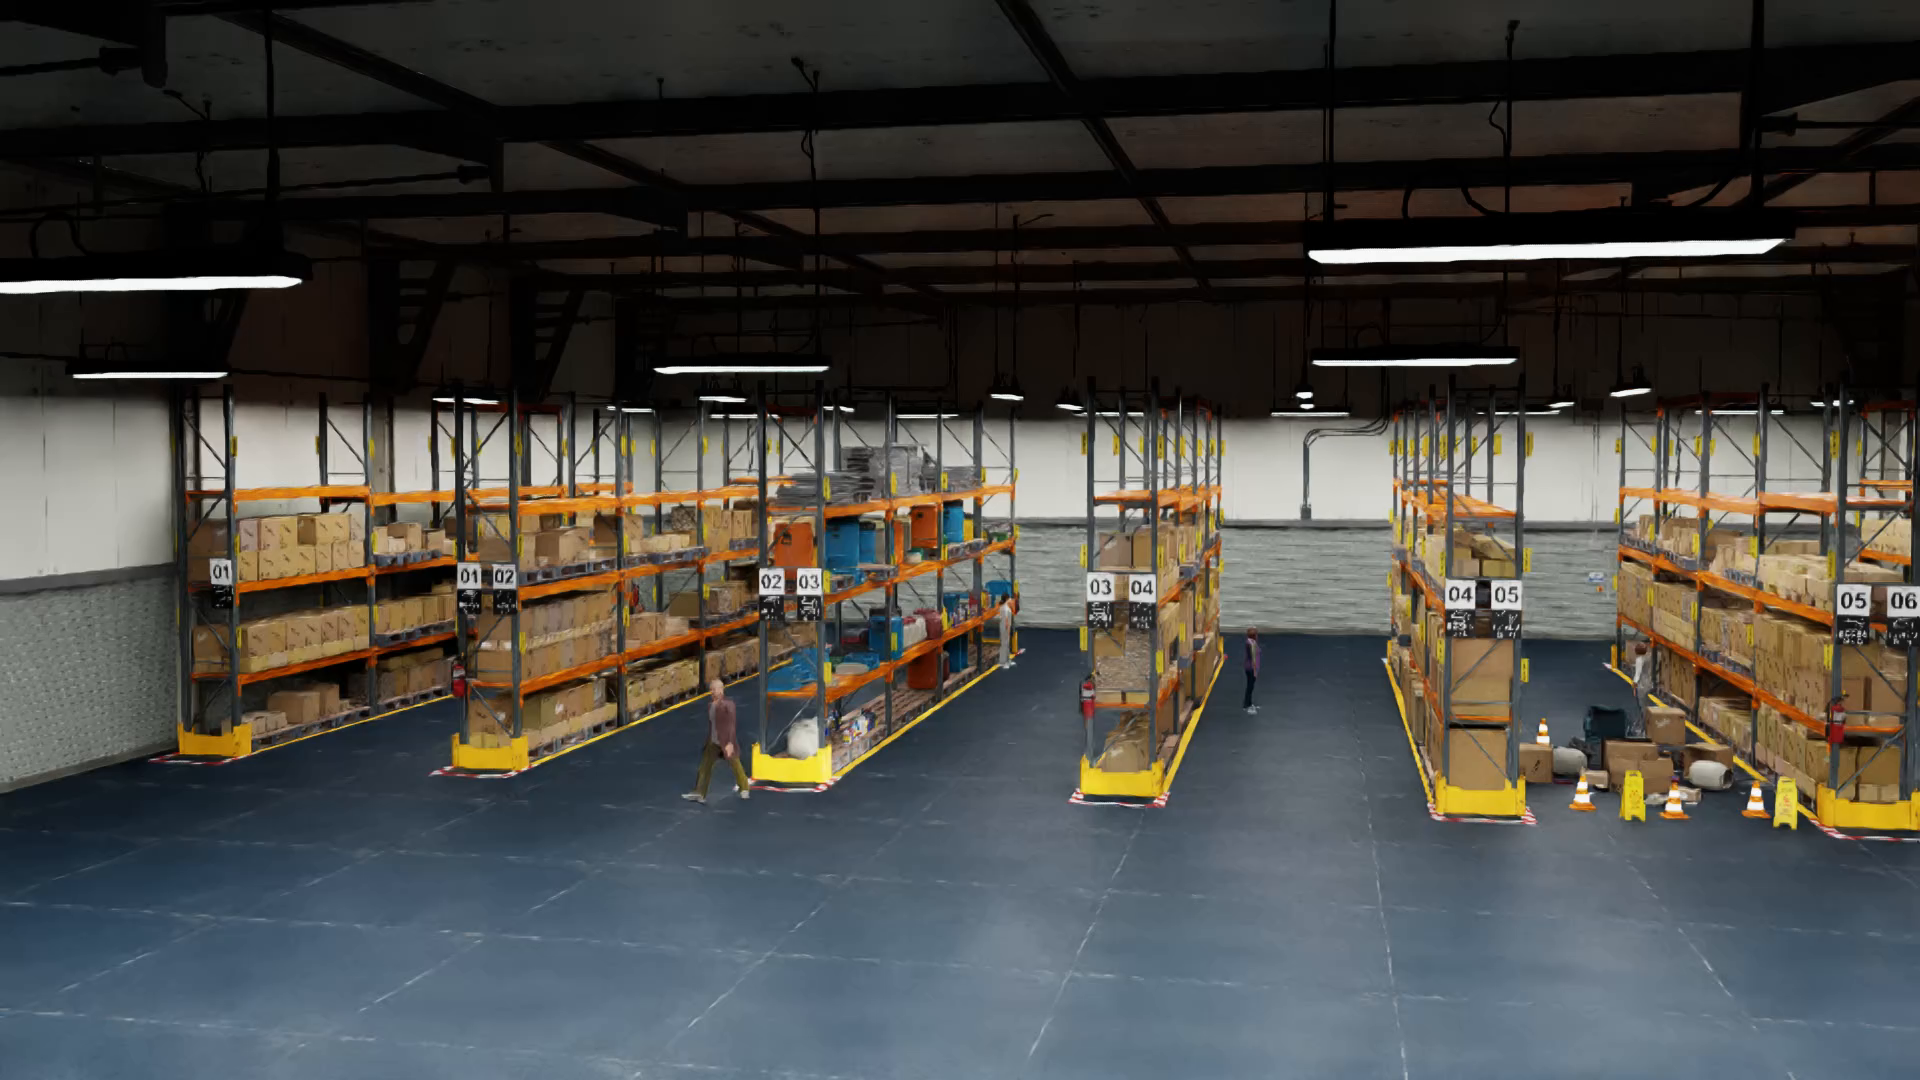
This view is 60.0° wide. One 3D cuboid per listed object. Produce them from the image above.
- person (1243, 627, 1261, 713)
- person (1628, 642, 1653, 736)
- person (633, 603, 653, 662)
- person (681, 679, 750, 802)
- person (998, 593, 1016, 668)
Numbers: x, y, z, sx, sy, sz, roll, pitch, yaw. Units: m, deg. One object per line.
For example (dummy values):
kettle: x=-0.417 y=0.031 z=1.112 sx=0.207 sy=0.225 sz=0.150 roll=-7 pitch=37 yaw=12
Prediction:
person: x=5.509 y=2.429 z=31.375 sx=0.341 sy=1.599 sz=0.541 roll=0 pitch=3 yaw=-1
person: x=11.831 y=2.573 z=28.916 sx=0.535 sy=1.590 sz=0.535 roll=2 pitch=4 yaw=38
person: x=-6.986 y=2.163 z=36.661 sx=0.626 sy=1.591 sz=0.513 roll=1 pitch=3 yaw=10
person: x=-3.390 y=2.821 z=23.409 sx=0.627 sy=1.738 sz=1.000 roll=3 pitch=4 yaw=39
person: x=1.076 y=2.038 z=37.736 sx=0.454 sy=1.679 sz=0.536 roll=0 pitch=3 yaw=-8
